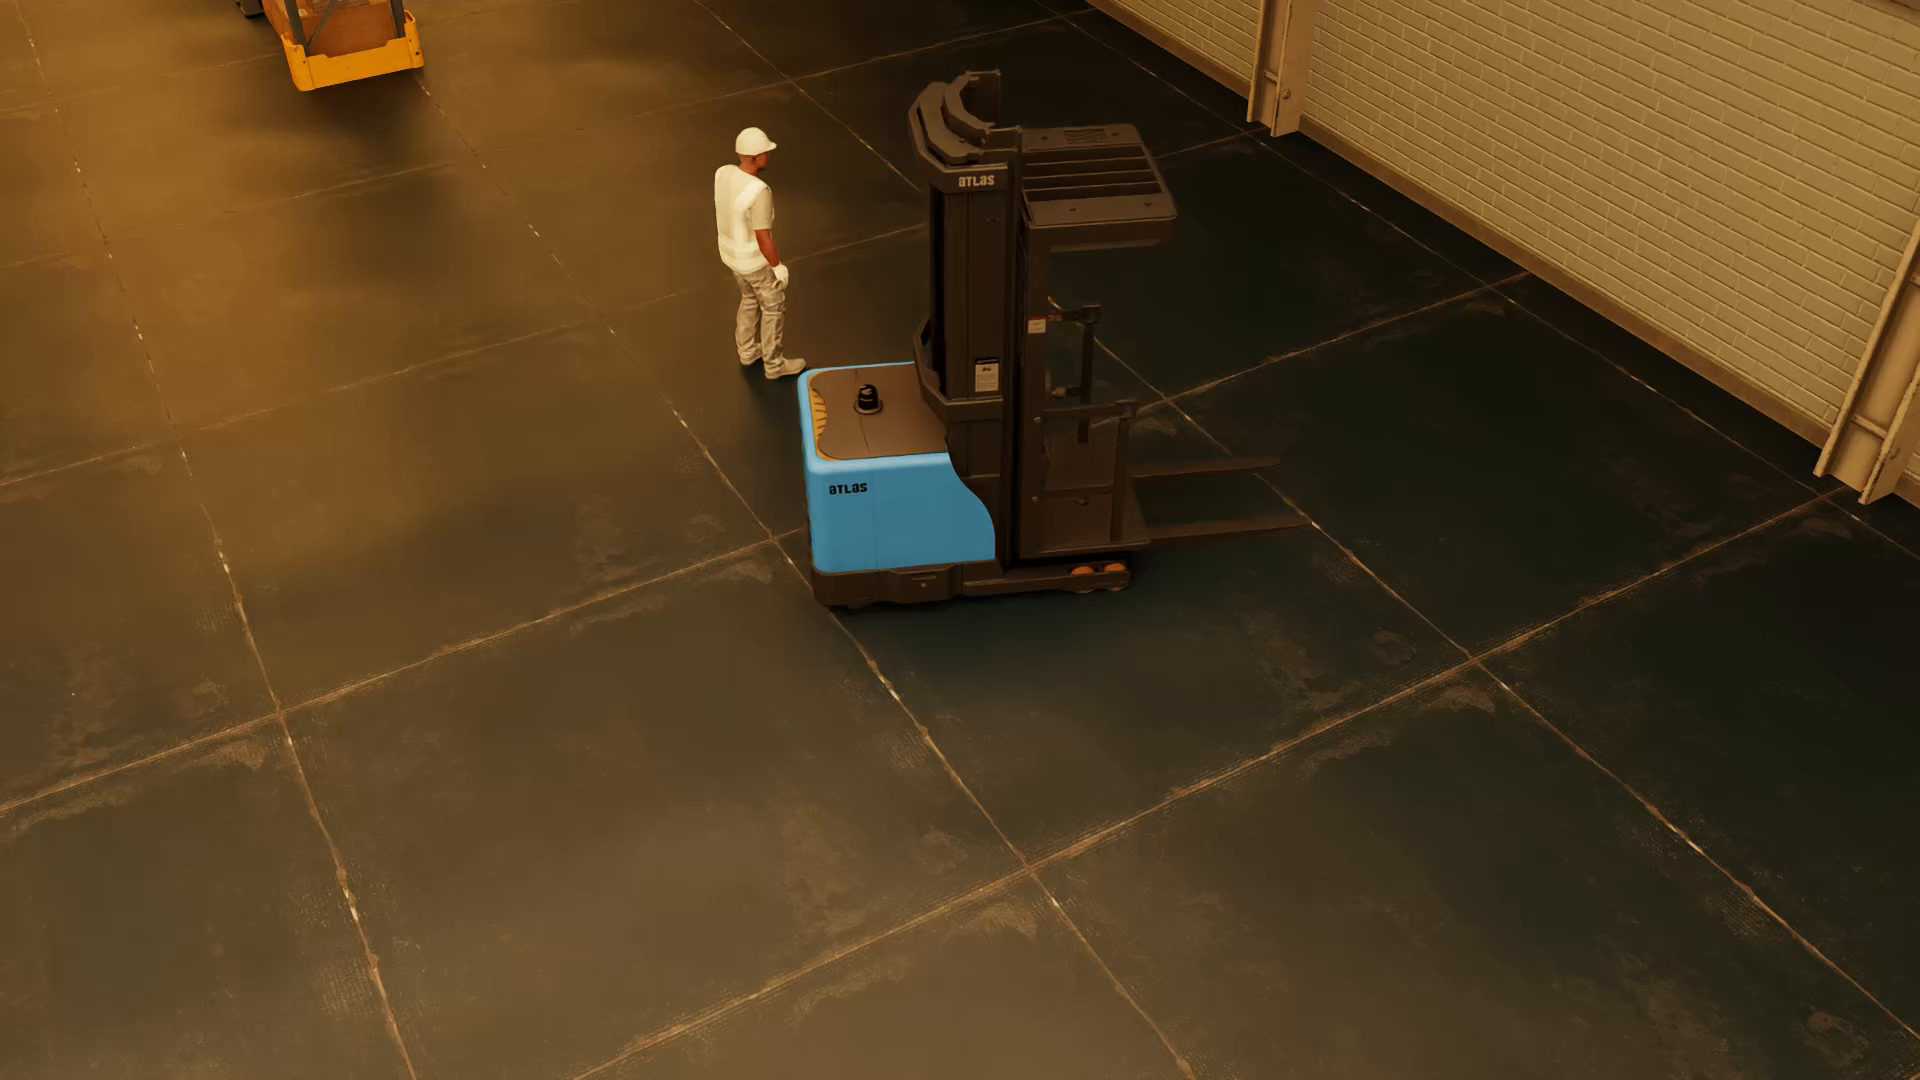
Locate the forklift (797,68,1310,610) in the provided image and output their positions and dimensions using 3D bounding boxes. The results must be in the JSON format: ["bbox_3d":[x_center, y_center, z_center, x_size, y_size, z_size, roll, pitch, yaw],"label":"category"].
[{"bbox_3d":[0.582,-1.139,9.410,3.031,2.935,1.130,-5,40,-6],"label":"forklift"}]

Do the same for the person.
[{"bbox_3d":[-1.385,-1.934,11.279,0.439,1.772,0.663,-26,46,-28],"label":"person"}]
